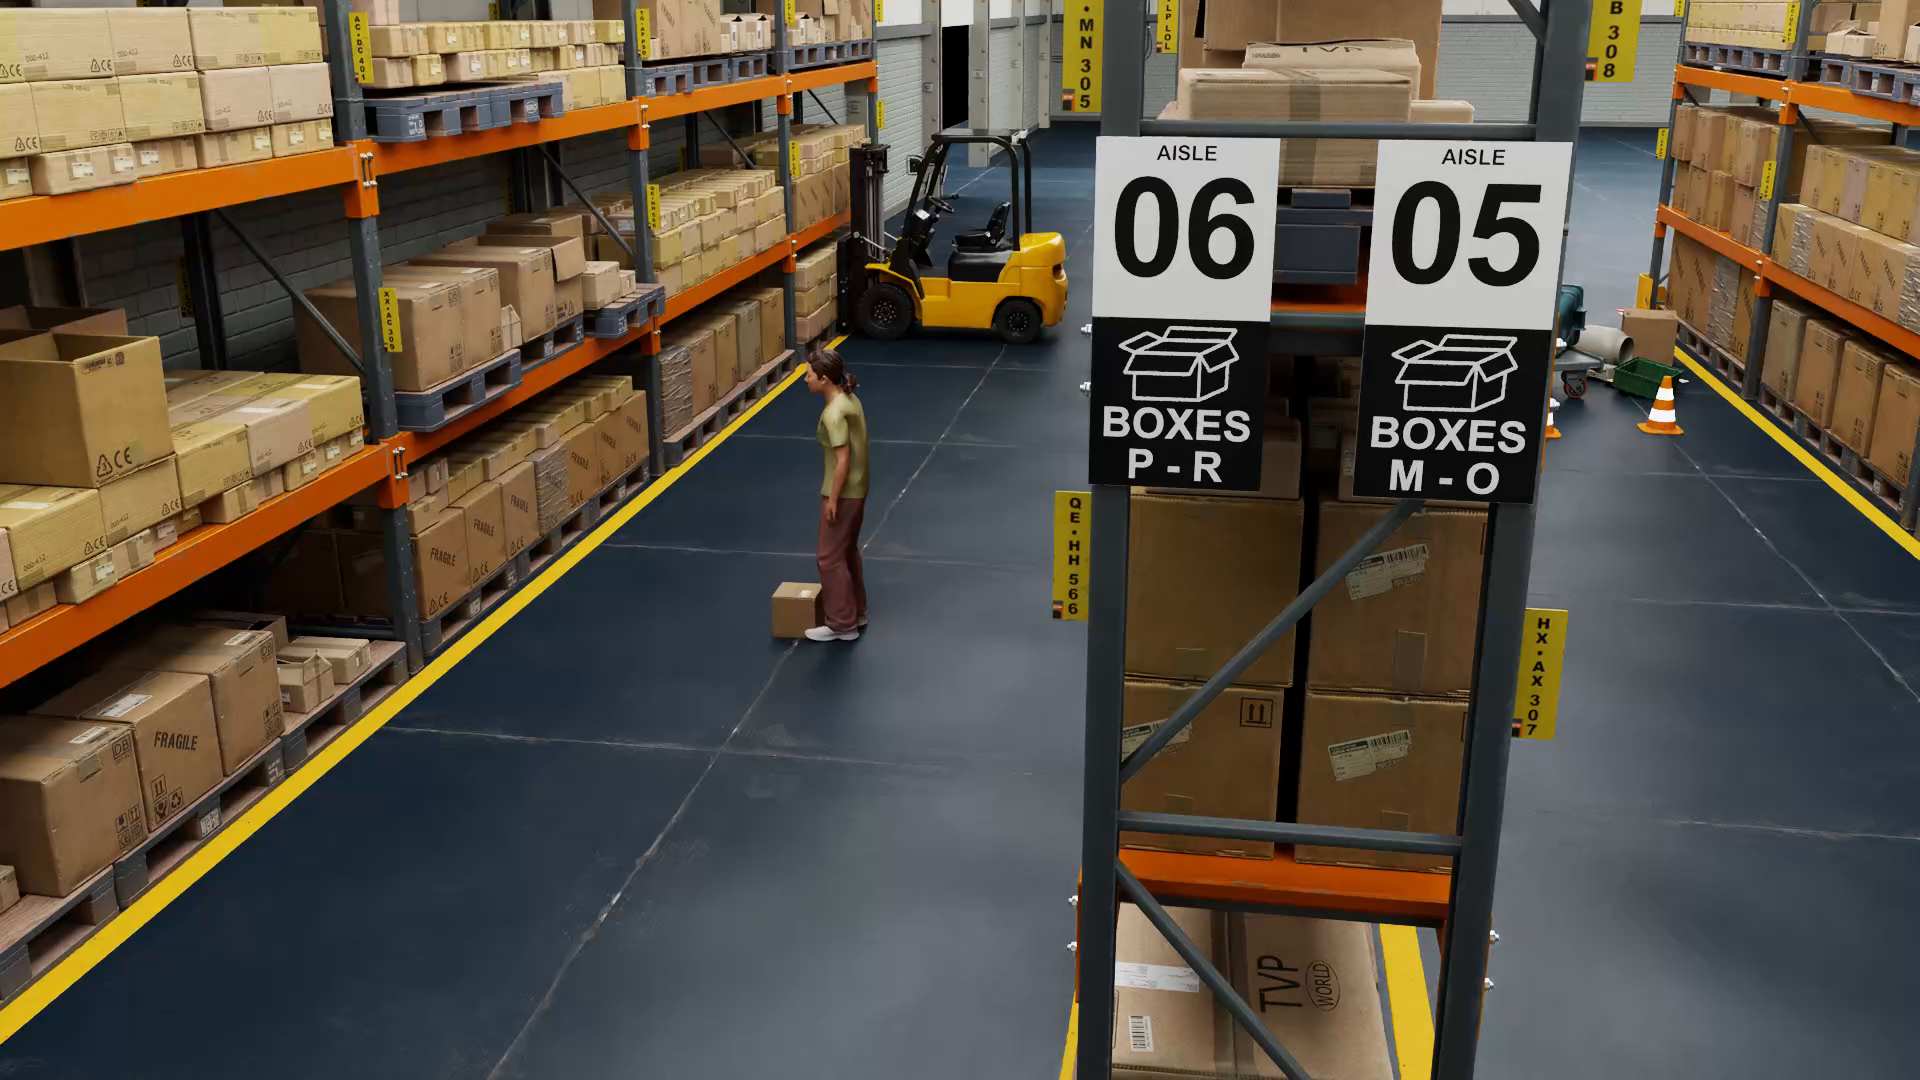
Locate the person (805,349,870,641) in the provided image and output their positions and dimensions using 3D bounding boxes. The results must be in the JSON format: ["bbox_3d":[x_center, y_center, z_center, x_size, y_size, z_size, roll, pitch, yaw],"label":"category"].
[{"bbox_3d":[-0.692,-0.258,9.353,0.371,1.672,0.521,2,18,6],"label":"person"}]
